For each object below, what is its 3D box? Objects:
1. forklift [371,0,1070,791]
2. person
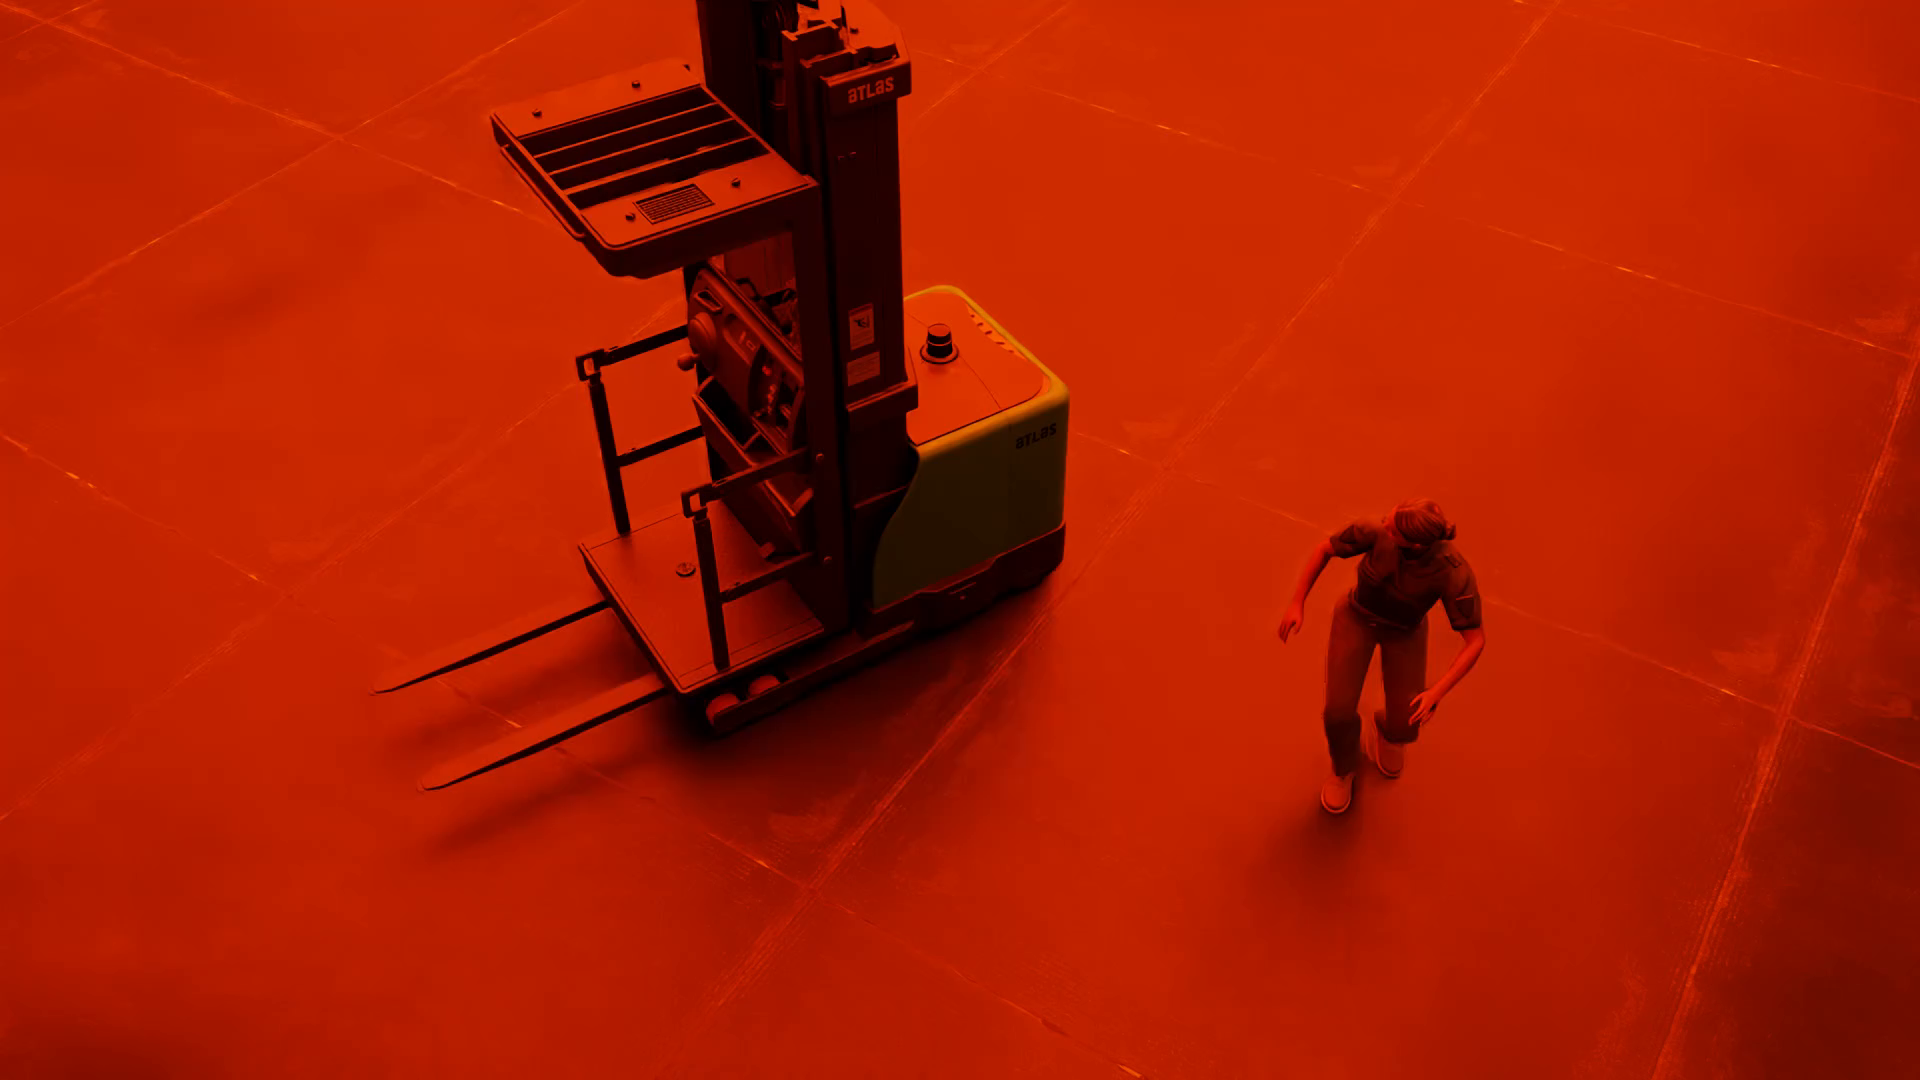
[{"bbox_3d":[-1.030,-0.662,6.547,3.031,2.935,1.130,-24,48,-23],"label":"forklift"},{"bbox_3d":[1.591,0.444,6.380,0.741,1.558,0.712,16,46,16],"label":"person"}]
